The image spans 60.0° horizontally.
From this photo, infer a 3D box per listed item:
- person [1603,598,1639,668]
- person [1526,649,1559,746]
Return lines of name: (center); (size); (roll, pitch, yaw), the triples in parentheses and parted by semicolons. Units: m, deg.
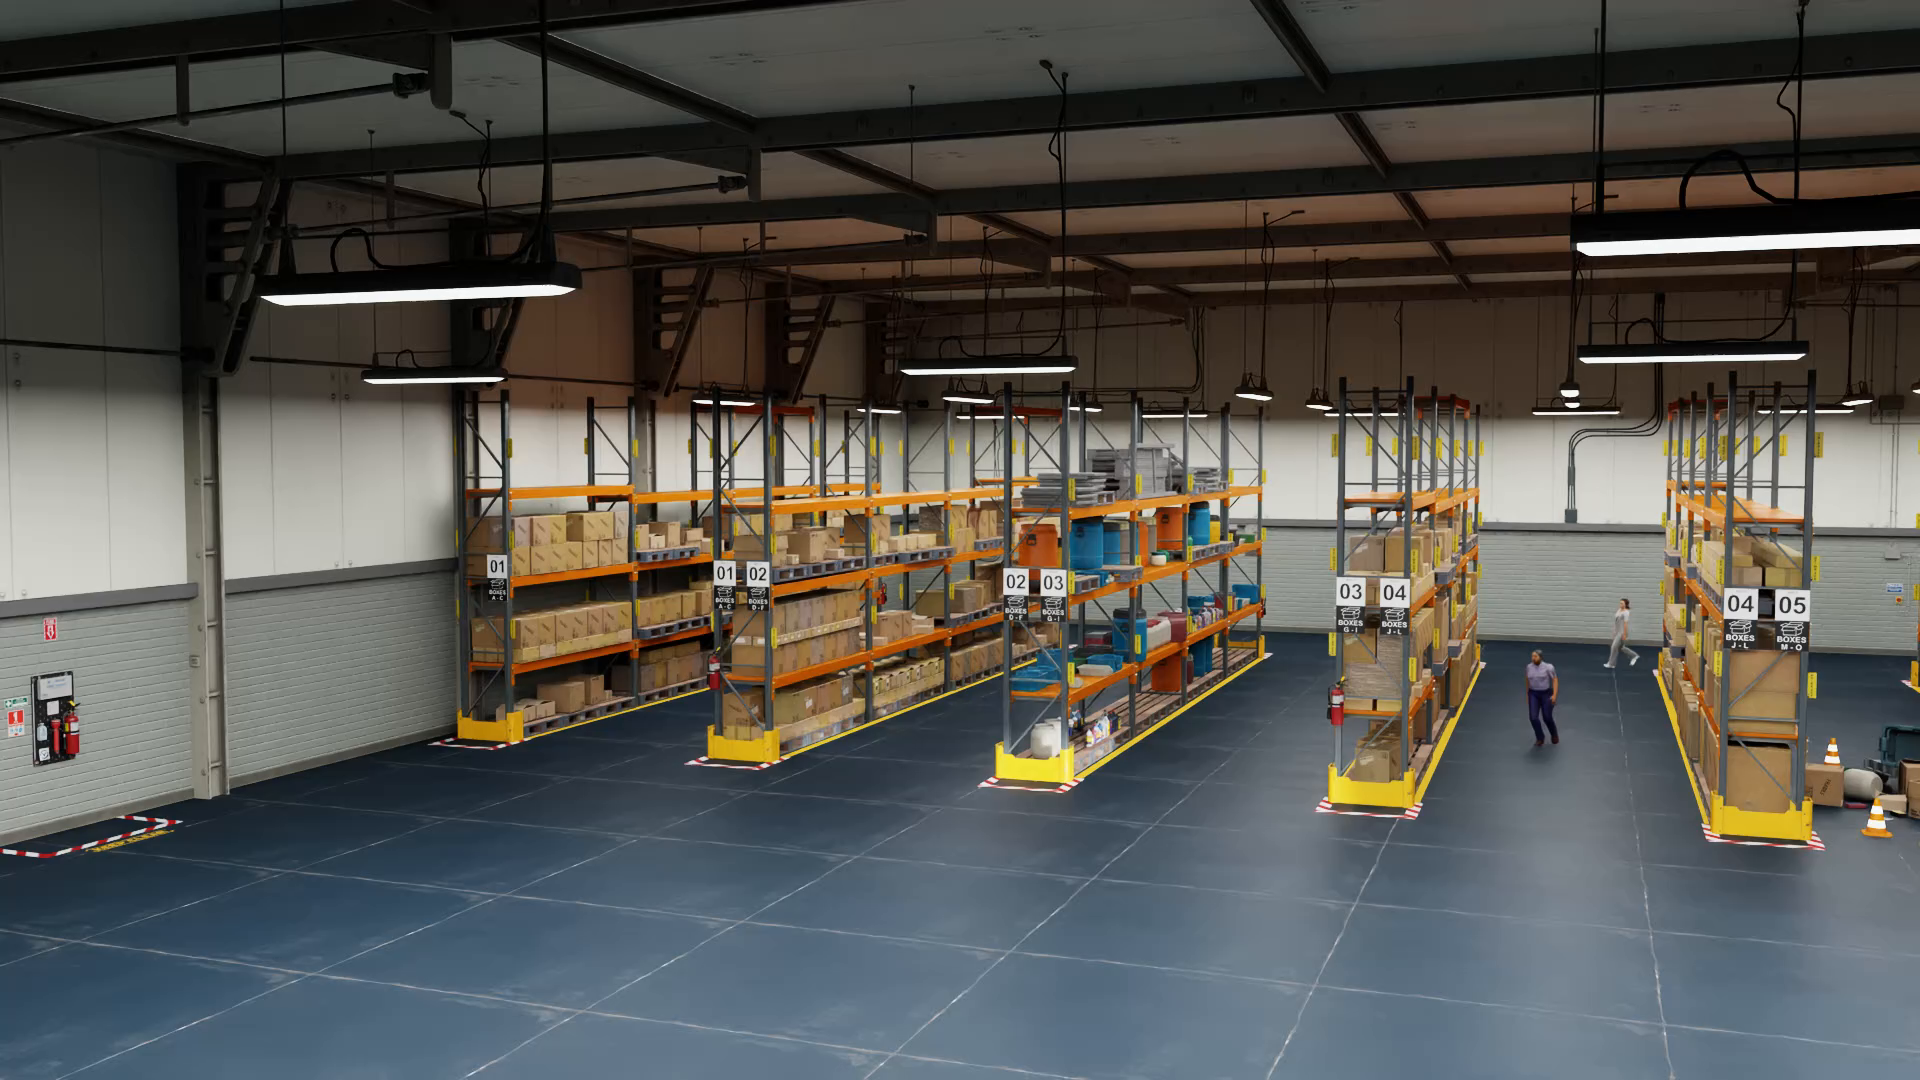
person: (15.064, 2.110, 37.702); (0.874, 1.625, 0.485); (0, 3, -6)
person: (9.842, 2.648, 28.121); (0.553, 1.631, 0.499); (3, 4, 40)
